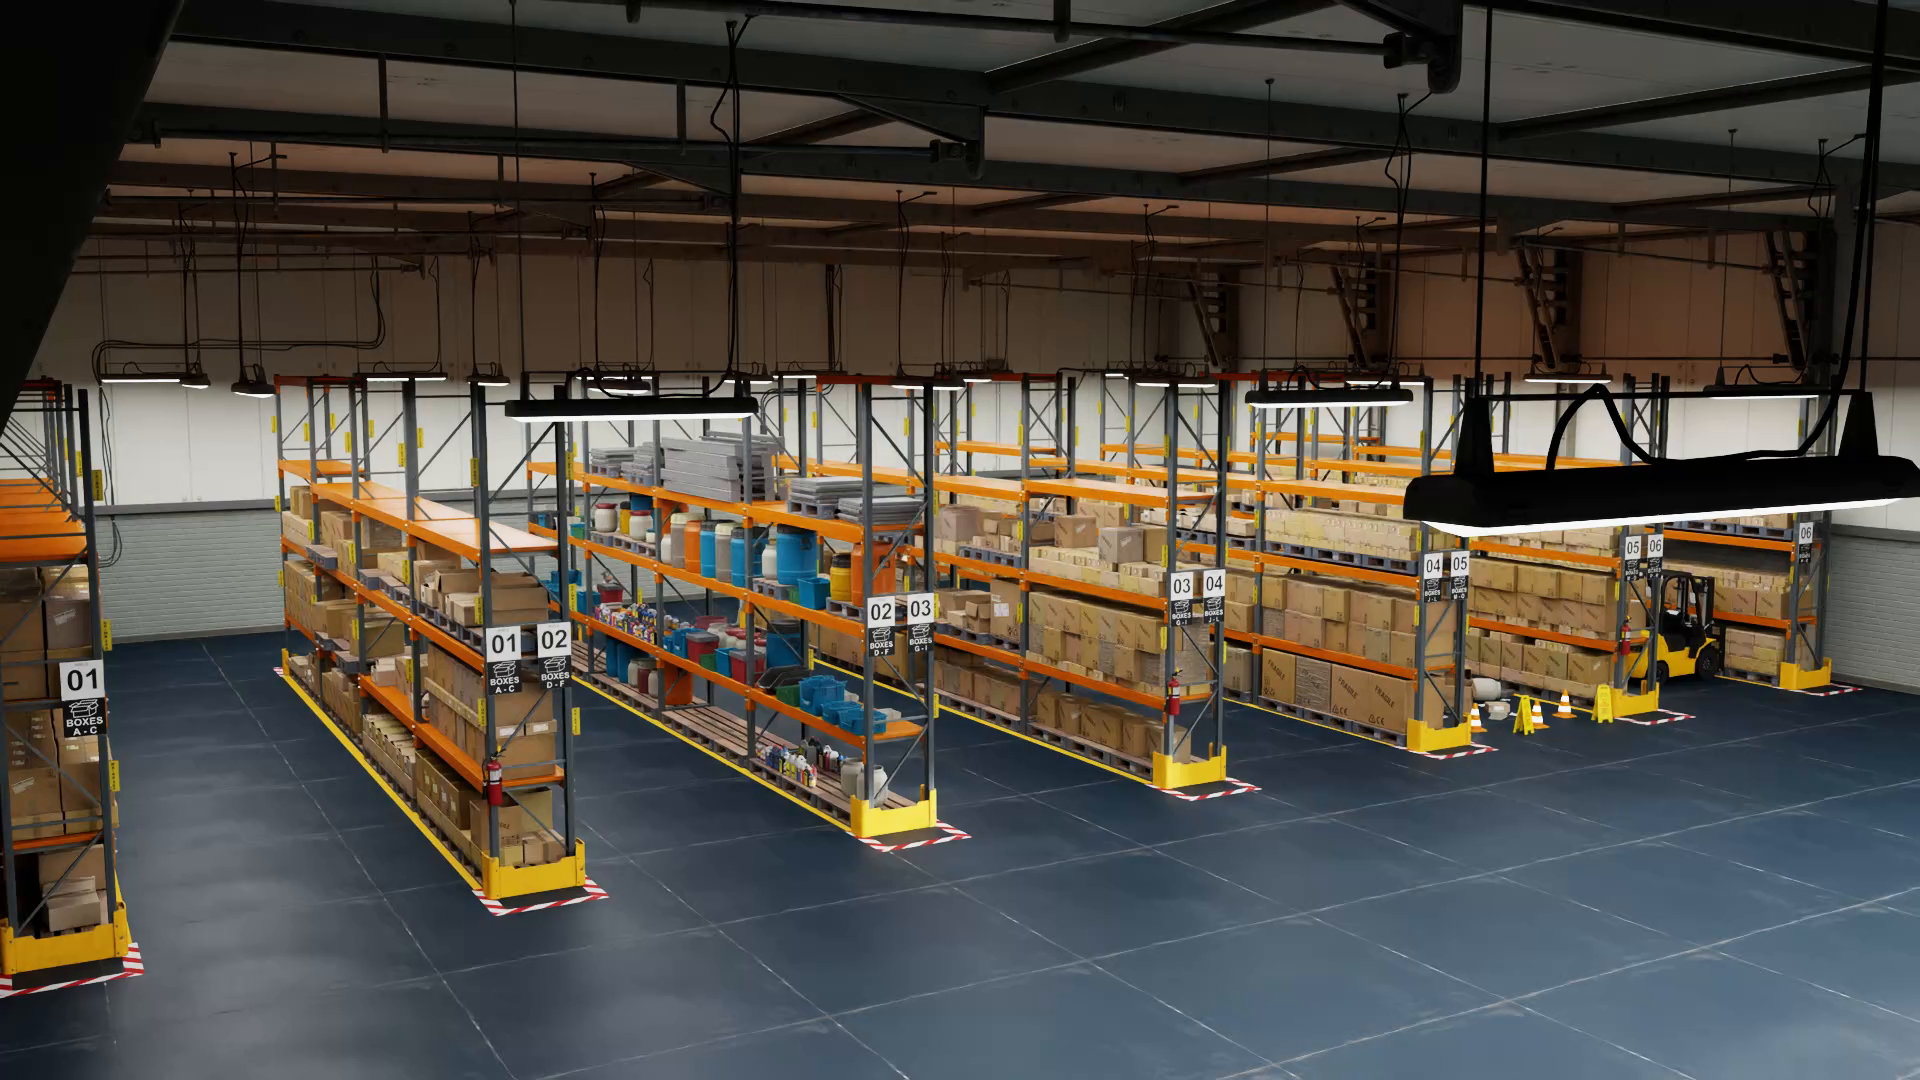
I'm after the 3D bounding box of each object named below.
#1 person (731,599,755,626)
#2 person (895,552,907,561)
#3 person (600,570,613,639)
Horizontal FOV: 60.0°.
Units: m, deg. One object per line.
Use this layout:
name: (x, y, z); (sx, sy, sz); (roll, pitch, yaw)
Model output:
person: (-5.059, 1.211, 39.454); (0.947, 1.632, 0.488); (-6, 9, -43)
person: (-1.505, 0.971, 41.018); (0.560, 1.738, 0.865); (3, 7, 22)
person: (-7.885, 1.453, 37.268); (0.478, 1.624, 0.620); (2, 7, 20)
